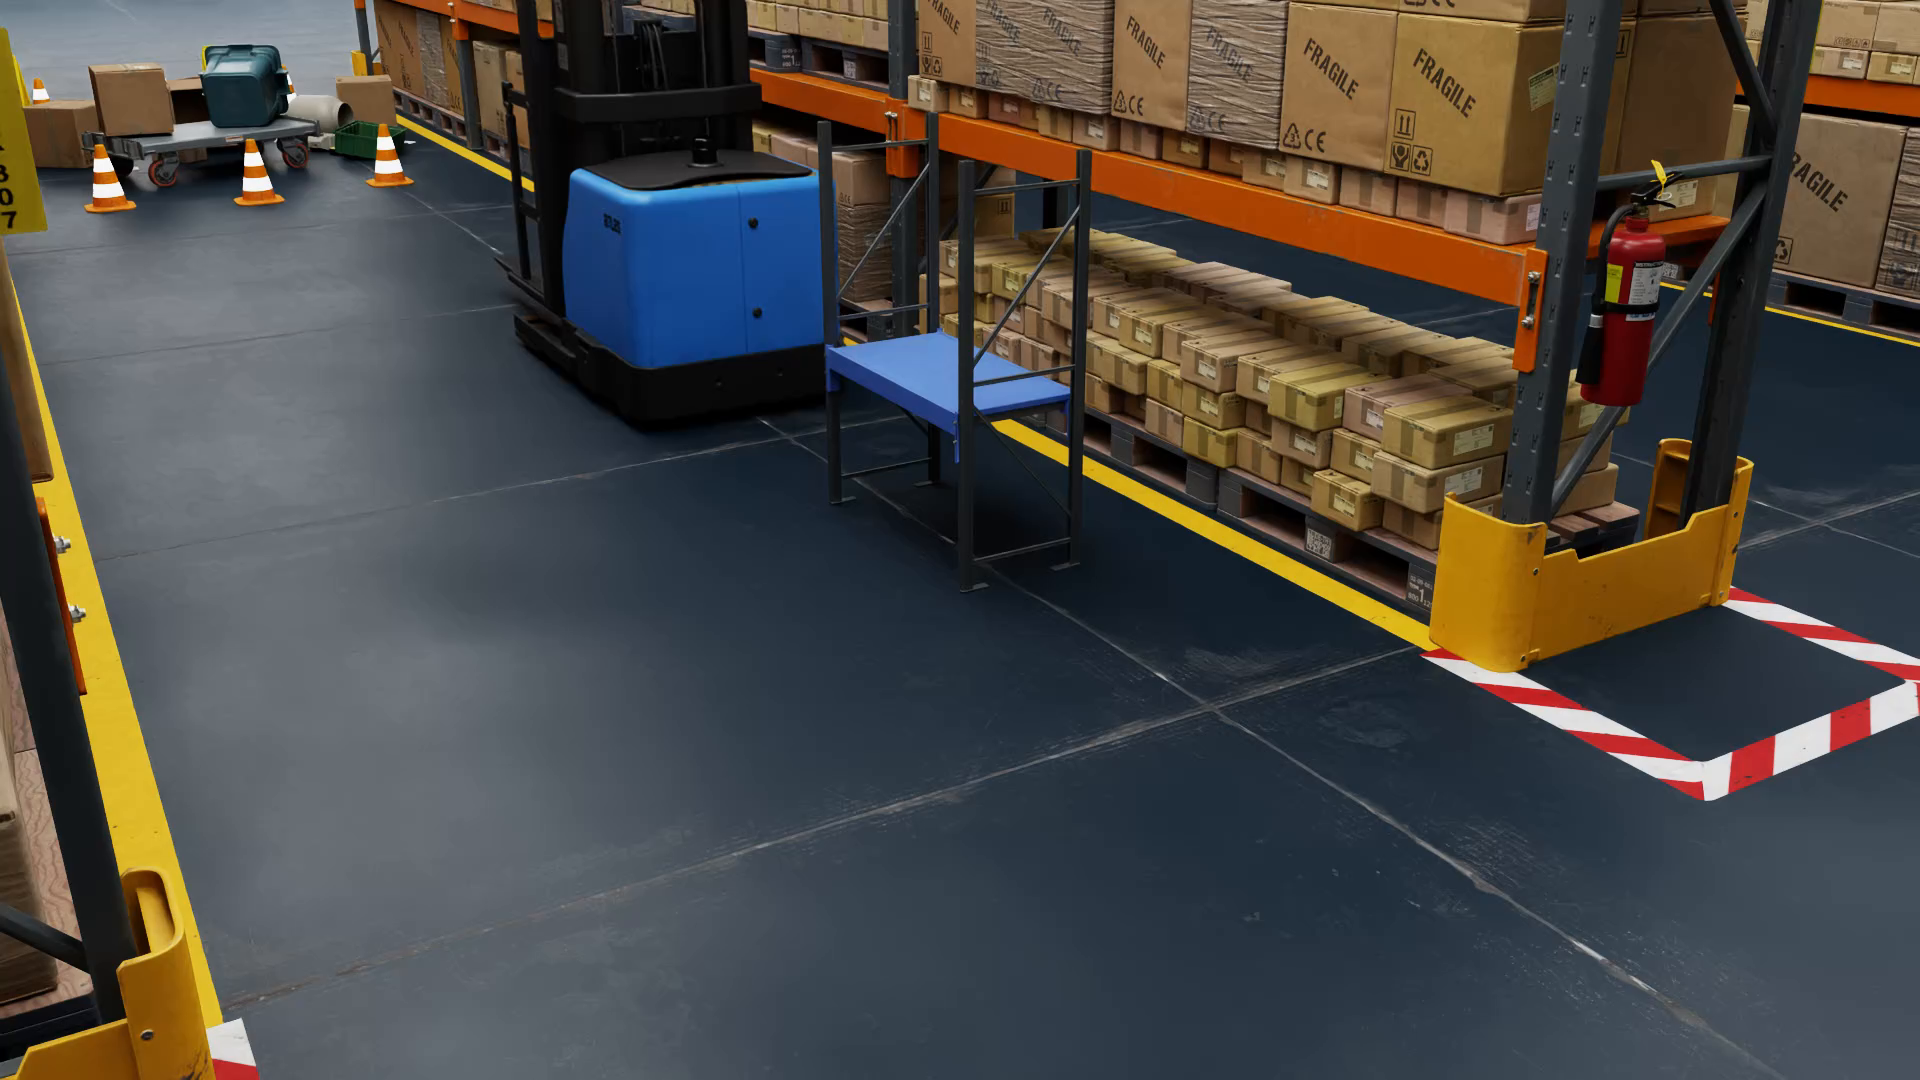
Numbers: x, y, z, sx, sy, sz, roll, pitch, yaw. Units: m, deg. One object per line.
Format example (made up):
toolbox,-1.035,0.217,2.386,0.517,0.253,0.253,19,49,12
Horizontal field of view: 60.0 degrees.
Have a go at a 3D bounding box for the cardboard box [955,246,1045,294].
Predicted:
cardboard box,0.201,-1.294,7.949,0.380,0.149,0.250,-11,25,-26

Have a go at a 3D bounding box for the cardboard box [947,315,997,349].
cardboard box,0.159,-1.004,8.027,0.380,0.149,0.250,-12,25,-27

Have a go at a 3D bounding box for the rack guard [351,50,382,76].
rack guard,-6.028,-5.130,18.270,1.175,0.500,0.348,-13,25,-28

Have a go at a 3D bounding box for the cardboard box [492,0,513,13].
cardboard box,-3.424,-4.485,13.228,0.500,0.500,0.500,-13,25,-29

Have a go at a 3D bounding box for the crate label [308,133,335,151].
crate label,-5.692,-3.568,14.908,0.250,0.136,0.298,8,23,18

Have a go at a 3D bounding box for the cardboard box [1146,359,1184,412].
cardboard box,0.984,-0.649,6.757,0.380,0.149,0.250,-11,25,-26

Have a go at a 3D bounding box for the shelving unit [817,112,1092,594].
shelving unit,-0.044,-0.722,6.097,0.538,1.500,1.048,-13,25,-28

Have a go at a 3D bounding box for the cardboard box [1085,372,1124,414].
cardboard box,0.721,-0.678,7.225,0.380,0.149,0.250,-13,26,-30

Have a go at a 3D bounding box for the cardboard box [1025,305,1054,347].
cardboard box,0.521,-1.004,7.632,0.380,0.149,0.250,-14,26,-31

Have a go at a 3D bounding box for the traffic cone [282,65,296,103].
traffic cone,-6.966,-4.660,17.163,0.336,0.463,0.334,-13,25,-28

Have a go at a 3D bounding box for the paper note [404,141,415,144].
paper note,-5.095,-3.654,15.260,0.142,0.020,0.147,8,23,18

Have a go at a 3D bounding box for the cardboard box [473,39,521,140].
cardboard box,-3.578,-3.955,14.487,1.050,0.750,0.750,-13,25,-29

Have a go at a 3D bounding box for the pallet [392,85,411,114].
pallet,-5.540,-4.745,17.705,1.003,0.211,1.213,-13,25,-28

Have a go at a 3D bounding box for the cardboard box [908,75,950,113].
cardboard box,-0.023,-2.125,7.890,0.380,0.149,0.250,-12,25,-26

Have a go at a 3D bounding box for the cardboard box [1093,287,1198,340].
cardboard box,0.796,-0.971,7.155,0.380,0.149,0.250,-14,26,-30

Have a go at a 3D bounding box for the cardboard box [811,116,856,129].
cardboard box,-0.568,-2.408,10.018,0.500,0.250,0.500,-12,25,-26

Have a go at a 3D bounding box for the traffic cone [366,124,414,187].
traffic cone,-4.586,-3.086,13.289,0.336,0.463,0.334,-13,25,-28

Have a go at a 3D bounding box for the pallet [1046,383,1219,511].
pallet,1.114,-0.498,7.257,1.003,0.211,1.213,-13,25,-28

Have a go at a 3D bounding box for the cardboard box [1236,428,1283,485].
cardboard box,1.292,-0.349,6.414,0.380,0.149,0.250,-12,25,-28

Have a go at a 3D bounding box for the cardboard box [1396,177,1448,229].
cardboard box,1.653,-1.124,5.426,0.380,0.149,0.250,-13,25,-28

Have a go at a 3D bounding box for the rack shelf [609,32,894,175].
rack shelf,-0.908,-2.710,9.951,1.077,0.370,4.000,-13,25,-28

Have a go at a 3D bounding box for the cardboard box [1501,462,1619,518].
cardboard box,2.164,-0.206,6.064,0.380,0.149,0.250,-12,25,-27

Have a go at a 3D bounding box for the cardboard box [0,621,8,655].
cardboard box,-3.404,0.095,4.940,0.875,0.438,0.875,-13,26,-30

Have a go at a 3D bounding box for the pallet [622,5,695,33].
pallet,-1.474,-3.392,10.928,1.213,0.211,1.003,-13,25,-28

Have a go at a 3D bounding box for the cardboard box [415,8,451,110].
cardboard box,-4.698,-4.704,16.166,0.875,0.875,0.875,-12,25,-28

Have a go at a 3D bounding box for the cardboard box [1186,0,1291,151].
cardboard box,1.180,-1.711,6.011,0.500,0.500,0.500,-13,25,-28

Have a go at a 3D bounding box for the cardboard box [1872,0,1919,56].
cardboard box,5.208,-2.694,8.759,0.500,0.250,0.500,-13,25,-28

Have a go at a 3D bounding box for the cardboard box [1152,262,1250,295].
cardboard box,1.100,-1.157,7.613,0.380,0.149,0.250,-14,26,-31

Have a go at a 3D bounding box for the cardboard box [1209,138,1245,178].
cardboard box,1.165,-1.470,6.278,0.380,0.149,0.250,-14,26,-30

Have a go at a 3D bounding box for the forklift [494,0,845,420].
forklift,-1.716,-2.404,8.334,1.130,2.935,3.031,-12,25,-27

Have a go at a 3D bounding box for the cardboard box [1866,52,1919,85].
cardboard box,5.092,-2.537,8.903,0.380,0.149,0.250,-13,26,-30

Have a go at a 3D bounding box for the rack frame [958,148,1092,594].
rack frame,0.216,-0.558,5.692,0.500,1.500,0.032,-13,25,-28

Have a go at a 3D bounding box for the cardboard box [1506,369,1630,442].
cardboard box,2.181,-0.486,5.961,0.380,0.149,0.250,-14,26,-31

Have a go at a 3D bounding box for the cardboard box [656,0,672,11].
cardboard box,-1.738,-3.499,10.711,0.380,0.149,0.250,-11,25,-26

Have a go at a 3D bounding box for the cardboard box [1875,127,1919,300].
cardboard box,5.612,-1.719,8.822,0.875,0.875,0.875,-13,25,-28

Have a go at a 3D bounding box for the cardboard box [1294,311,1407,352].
cardboard box,1.587,-0.814,6.769,0.380,0.149,0.250,-12,25,-26

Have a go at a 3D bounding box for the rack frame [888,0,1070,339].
rack frame,0.114,-2.396,8.223,1.000,3.000,0.127,-13,25,-28

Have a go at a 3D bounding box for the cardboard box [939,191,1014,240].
cardboard box,-0.036,-1.723,9.329,0.500,0.500,0.500,-12,25,-26

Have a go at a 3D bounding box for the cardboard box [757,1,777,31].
cardboard box,-0.928,-2.986,9.450,0.380,0.149,0.250,-11,25,-26

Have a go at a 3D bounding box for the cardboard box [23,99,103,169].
cardboard box,-7.554,-3.453,14.139,0.500,0.500,0.500,4,22,9

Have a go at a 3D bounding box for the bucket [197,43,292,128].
bucket,-6.024,-3.774,13.942,0.726,0.611,0.620,-4,32,-10

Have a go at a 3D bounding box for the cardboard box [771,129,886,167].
cardboard box,-0.735,-2.142,9.363,0.500,0.250,0.500,-11,25,-26

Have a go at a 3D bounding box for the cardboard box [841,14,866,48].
cardboard box,-0.393,-2.649,8.621,0.380,0.149,0.250,-12,25,-28

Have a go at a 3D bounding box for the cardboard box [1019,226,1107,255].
cardboard box,0.519,-1.481,8.409,0.380,0.149,0.250,-12,25,-27

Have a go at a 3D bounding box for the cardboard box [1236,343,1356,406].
cardboard box,1.270,-0.621,6.294,0.380,0.149,0.250,-14,26,-30

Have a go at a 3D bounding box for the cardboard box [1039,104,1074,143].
cardboard box,0.561,-1.796,7.081,0.380,0.149,0.250,-12,25,-27

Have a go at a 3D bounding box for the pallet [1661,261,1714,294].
pallet,4.750,-1.764,10.372,1.003,0.211,1.213,-13,25,-28

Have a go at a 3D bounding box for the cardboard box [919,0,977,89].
cardboard box,0.150,-2.372,7.635,0.500,0.500,0.500,-13,26,-29

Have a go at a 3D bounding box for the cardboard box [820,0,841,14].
cardboard box,-0.519,-2.869,8.767,0.380,0.149,0.250,-11,25,-26

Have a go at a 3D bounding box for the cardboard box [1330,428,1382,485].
cardboard box,1.555,-0.324,5.958,0.380,0.149,0.250,-13,26,-29

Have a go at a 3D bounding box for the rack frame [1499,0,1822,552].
rack frame,2.157,-1.101,5.037,1.000,3.000,0.127,-13,25,-28
